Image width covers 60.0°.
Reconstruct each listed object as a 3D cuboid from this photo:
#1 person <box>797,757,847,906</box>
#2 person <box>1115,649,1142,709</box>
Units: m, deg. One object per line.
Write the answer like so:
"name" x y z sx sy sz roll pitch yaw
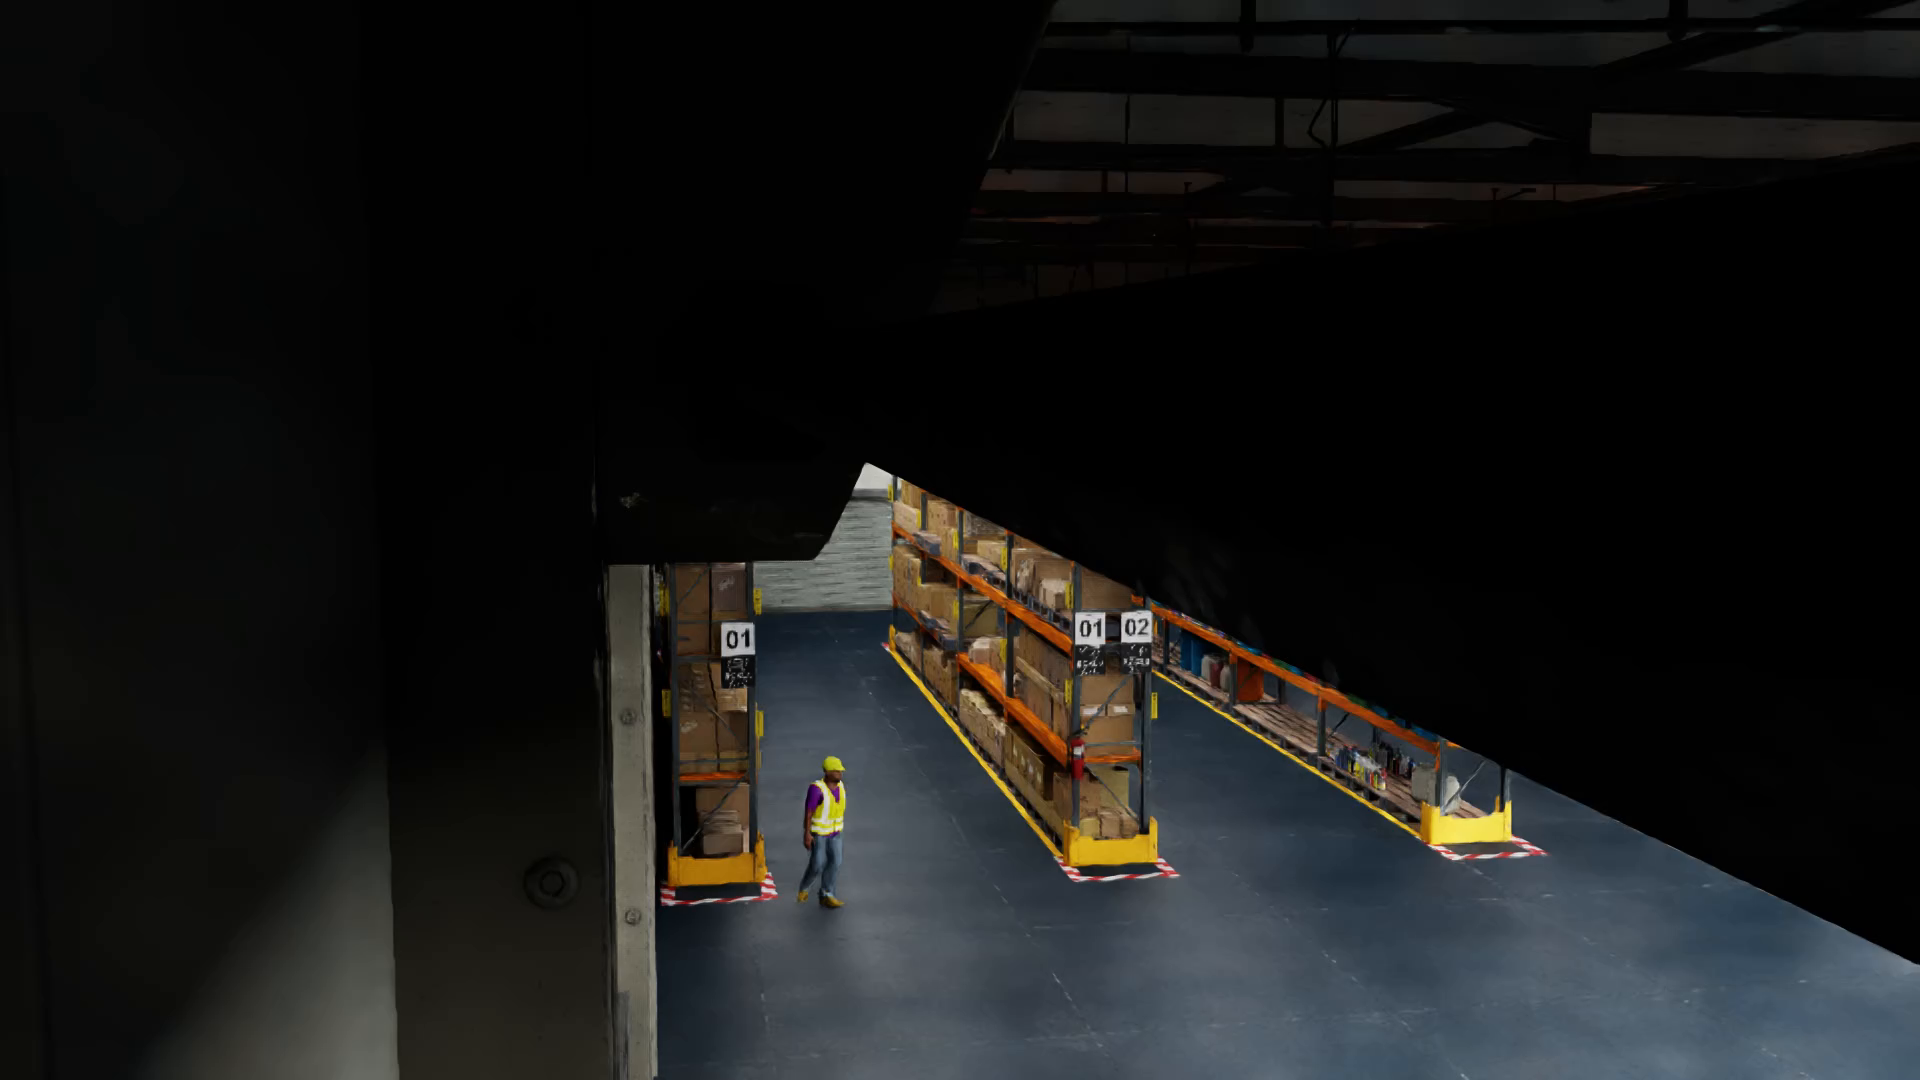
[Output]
"person" -1.601 3.376 19.349 0.571 1.754 0.609 6 9 44
"person" 3.131 2.216 30.460 0.680 1.658 0.866 -1 6 -5
